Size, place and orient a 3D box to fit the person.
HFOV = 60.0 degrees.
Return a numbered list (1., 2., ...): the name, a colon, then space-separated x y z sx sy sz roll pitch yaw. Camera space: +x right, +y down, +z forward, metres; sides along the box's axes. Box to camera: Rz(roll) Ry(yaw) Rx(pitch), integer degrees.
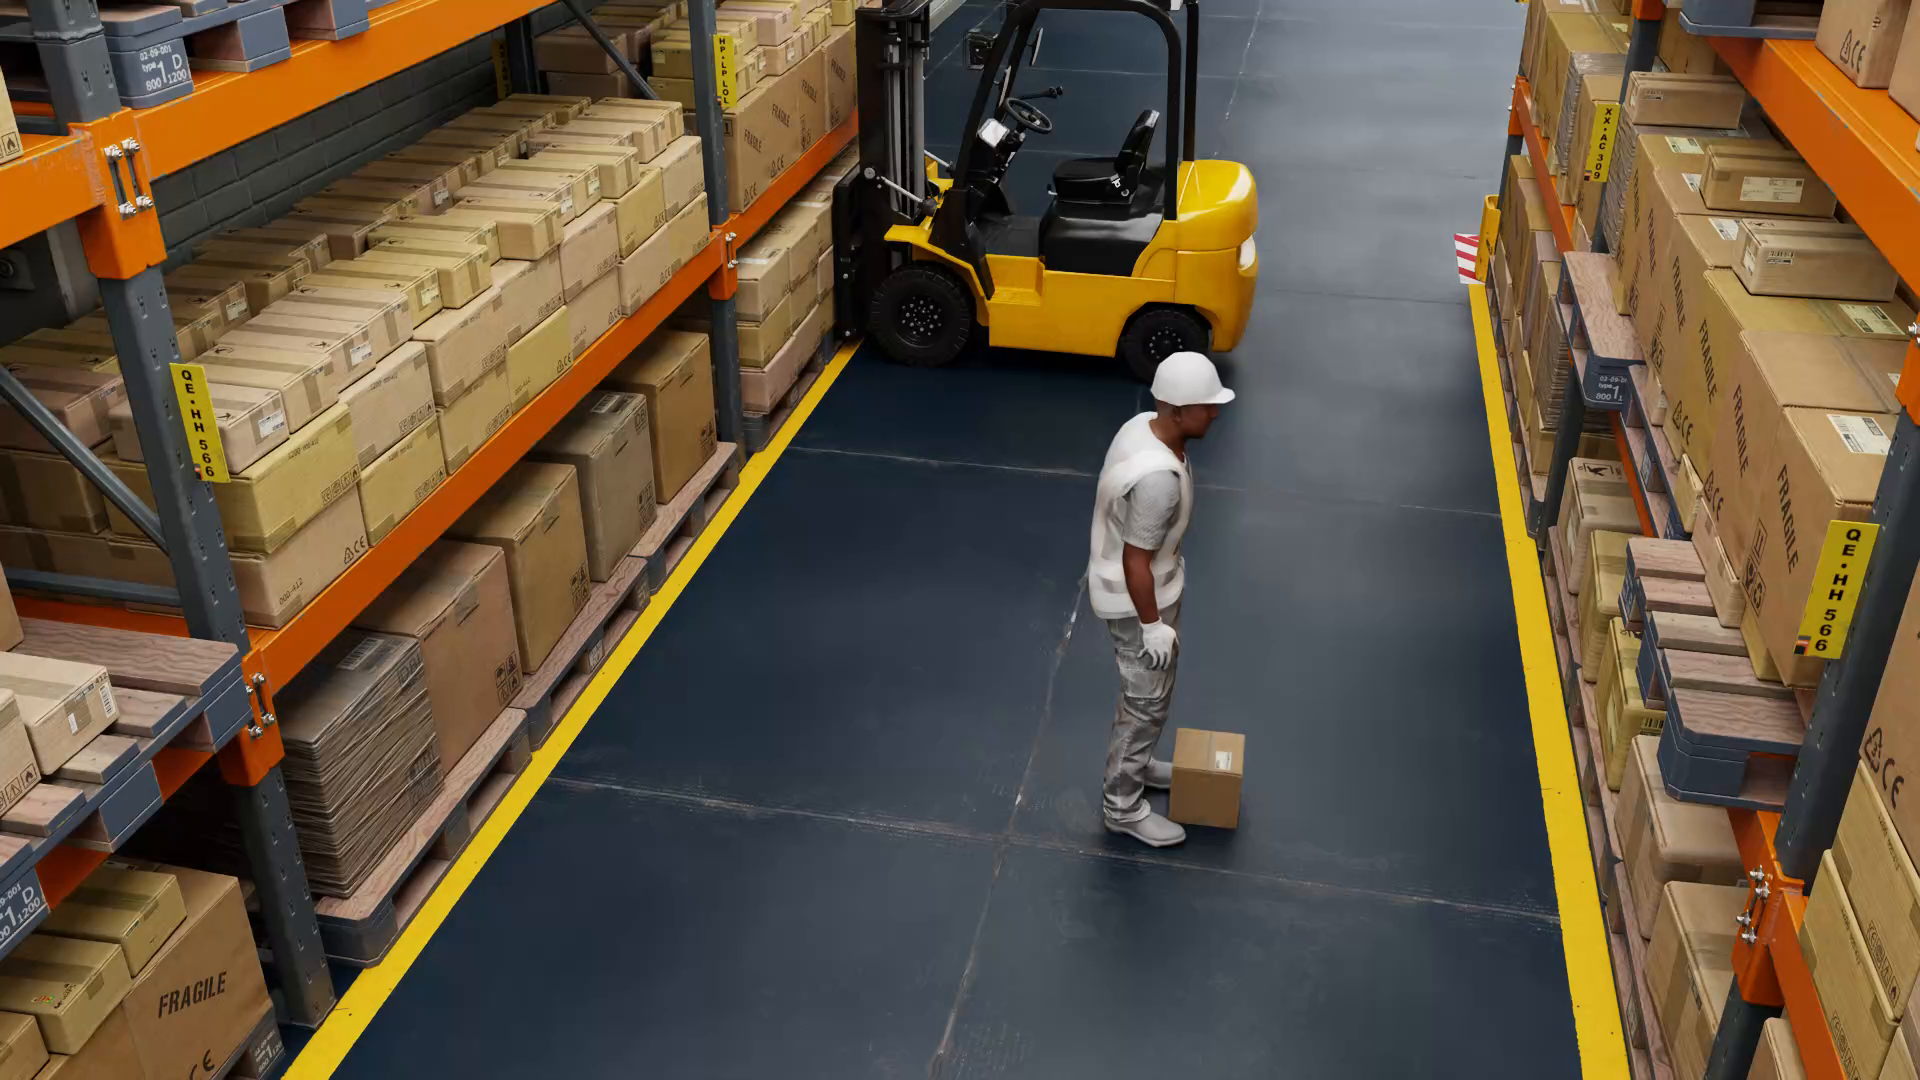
1. person: 0.669 0.188 5.768 0.446 1.774 0.604 5 29 9
